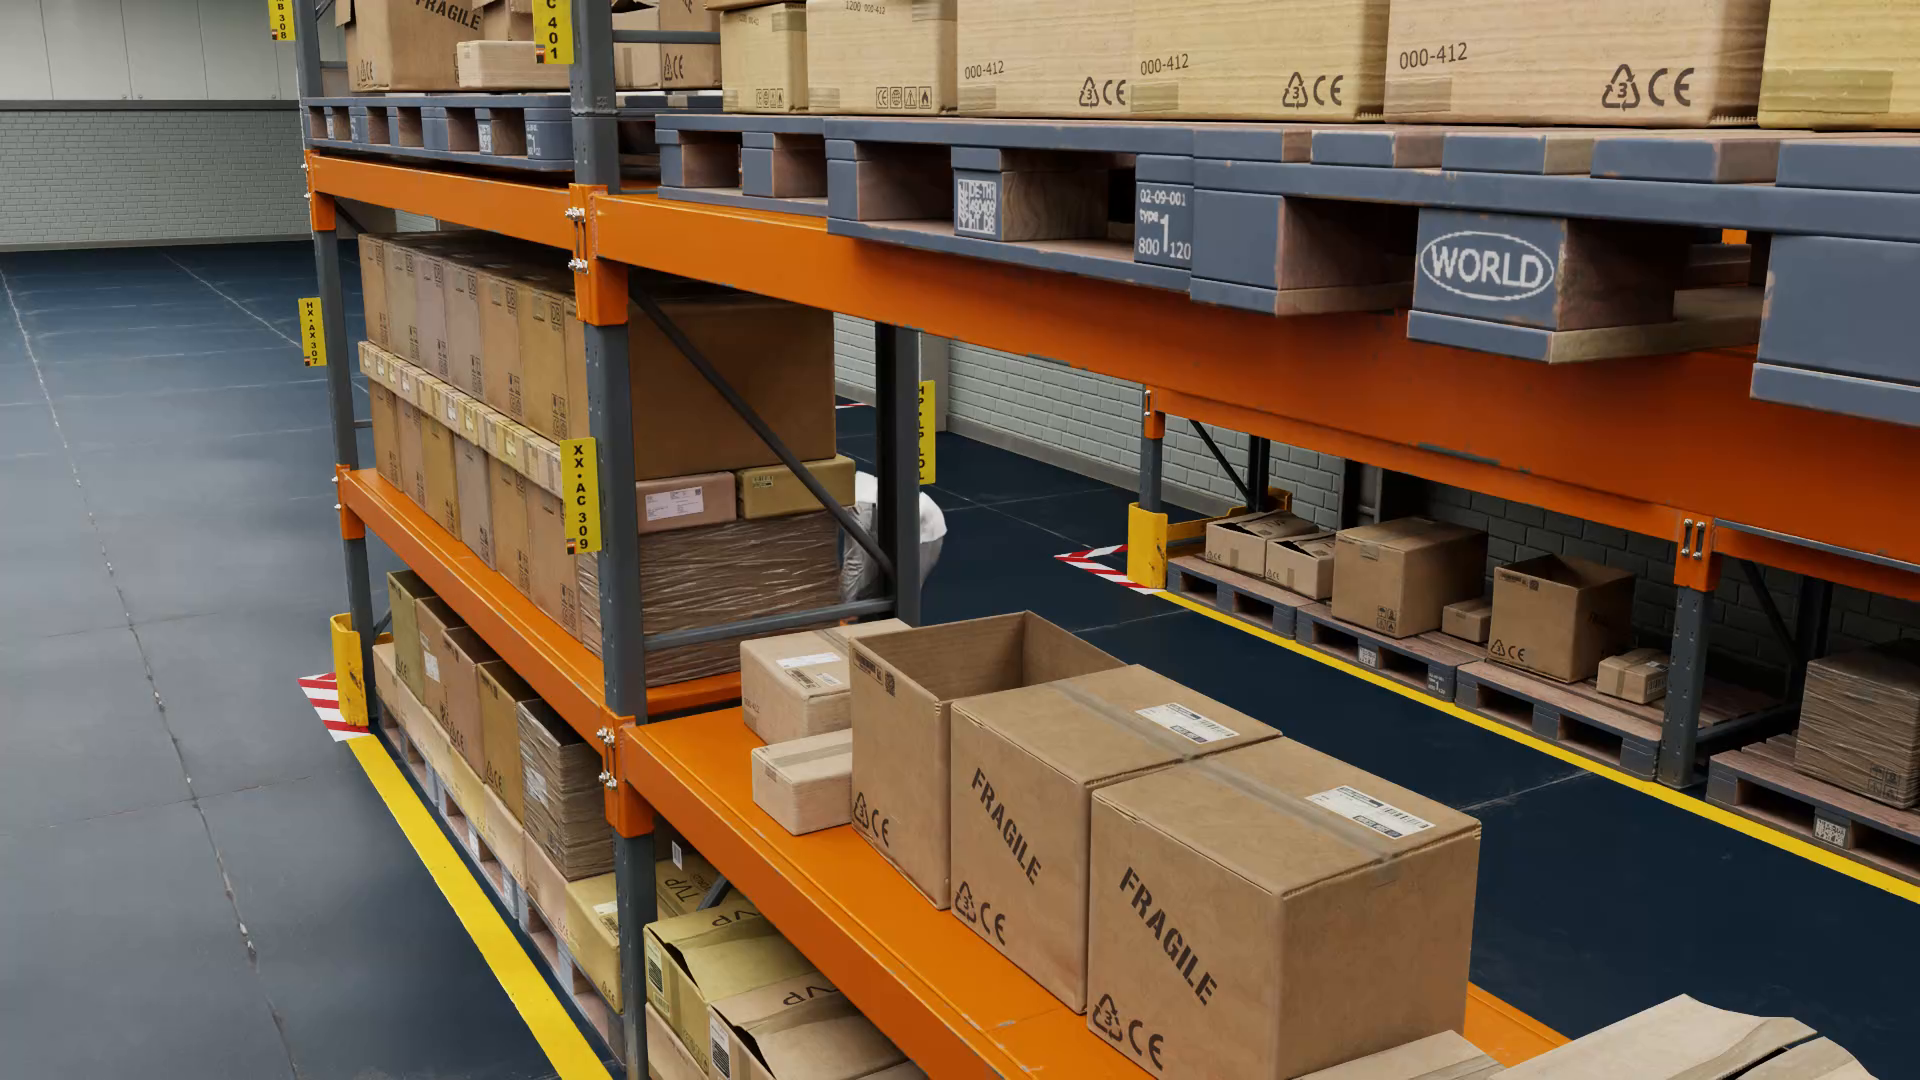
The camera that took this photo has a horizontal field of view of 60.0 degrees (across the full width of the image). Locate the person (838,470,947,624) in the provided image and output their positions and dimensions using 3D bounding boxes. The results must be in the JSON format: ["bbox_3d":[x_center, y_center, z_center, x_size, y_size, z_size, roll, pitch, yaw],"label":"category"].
[{"bbox_3d":[-0.525,0.193,8.631,0.949,1.316,0.475,-9,17,-32],"label":"person"}]
